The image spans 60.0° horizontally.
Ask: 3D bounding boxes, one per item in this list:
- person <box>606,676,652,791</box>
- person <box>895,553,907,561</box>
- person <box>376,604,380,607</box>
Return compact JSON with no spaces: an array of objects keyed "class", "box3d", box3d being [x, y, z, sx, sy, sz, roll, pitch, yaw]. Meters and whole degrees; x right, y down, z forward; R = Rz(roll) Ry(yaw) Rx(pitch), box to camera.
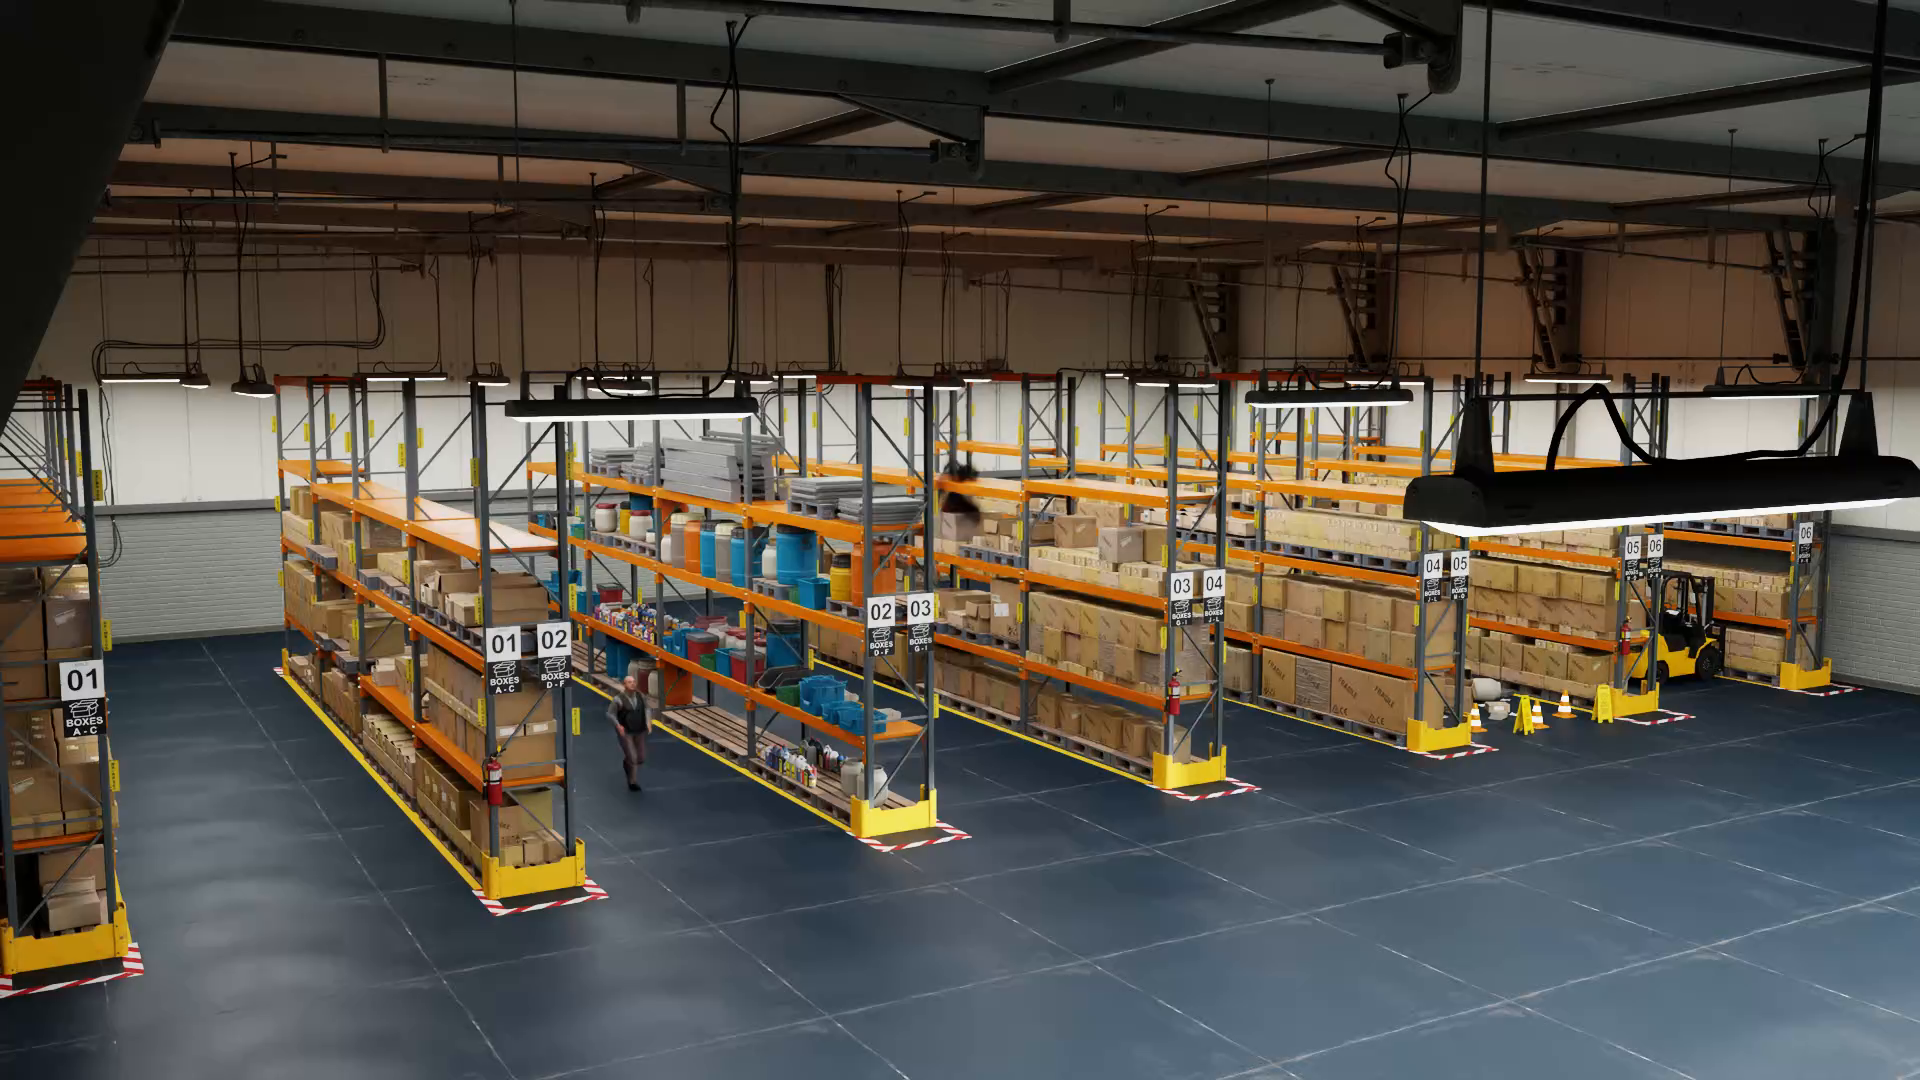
[{"class":"person","box3d":[-4.866,2.822,24.468,0.700,1.681,0.685,-5,8,-37]},{"class":"person","box3d":[-1.472,1.034,40.343,0.769,1.742,1.050,-1,6,-5]},{"class":"person","box3d":[-12.496,1.659,35.104,0.621,1.700,0.714,3,7,28]}]
